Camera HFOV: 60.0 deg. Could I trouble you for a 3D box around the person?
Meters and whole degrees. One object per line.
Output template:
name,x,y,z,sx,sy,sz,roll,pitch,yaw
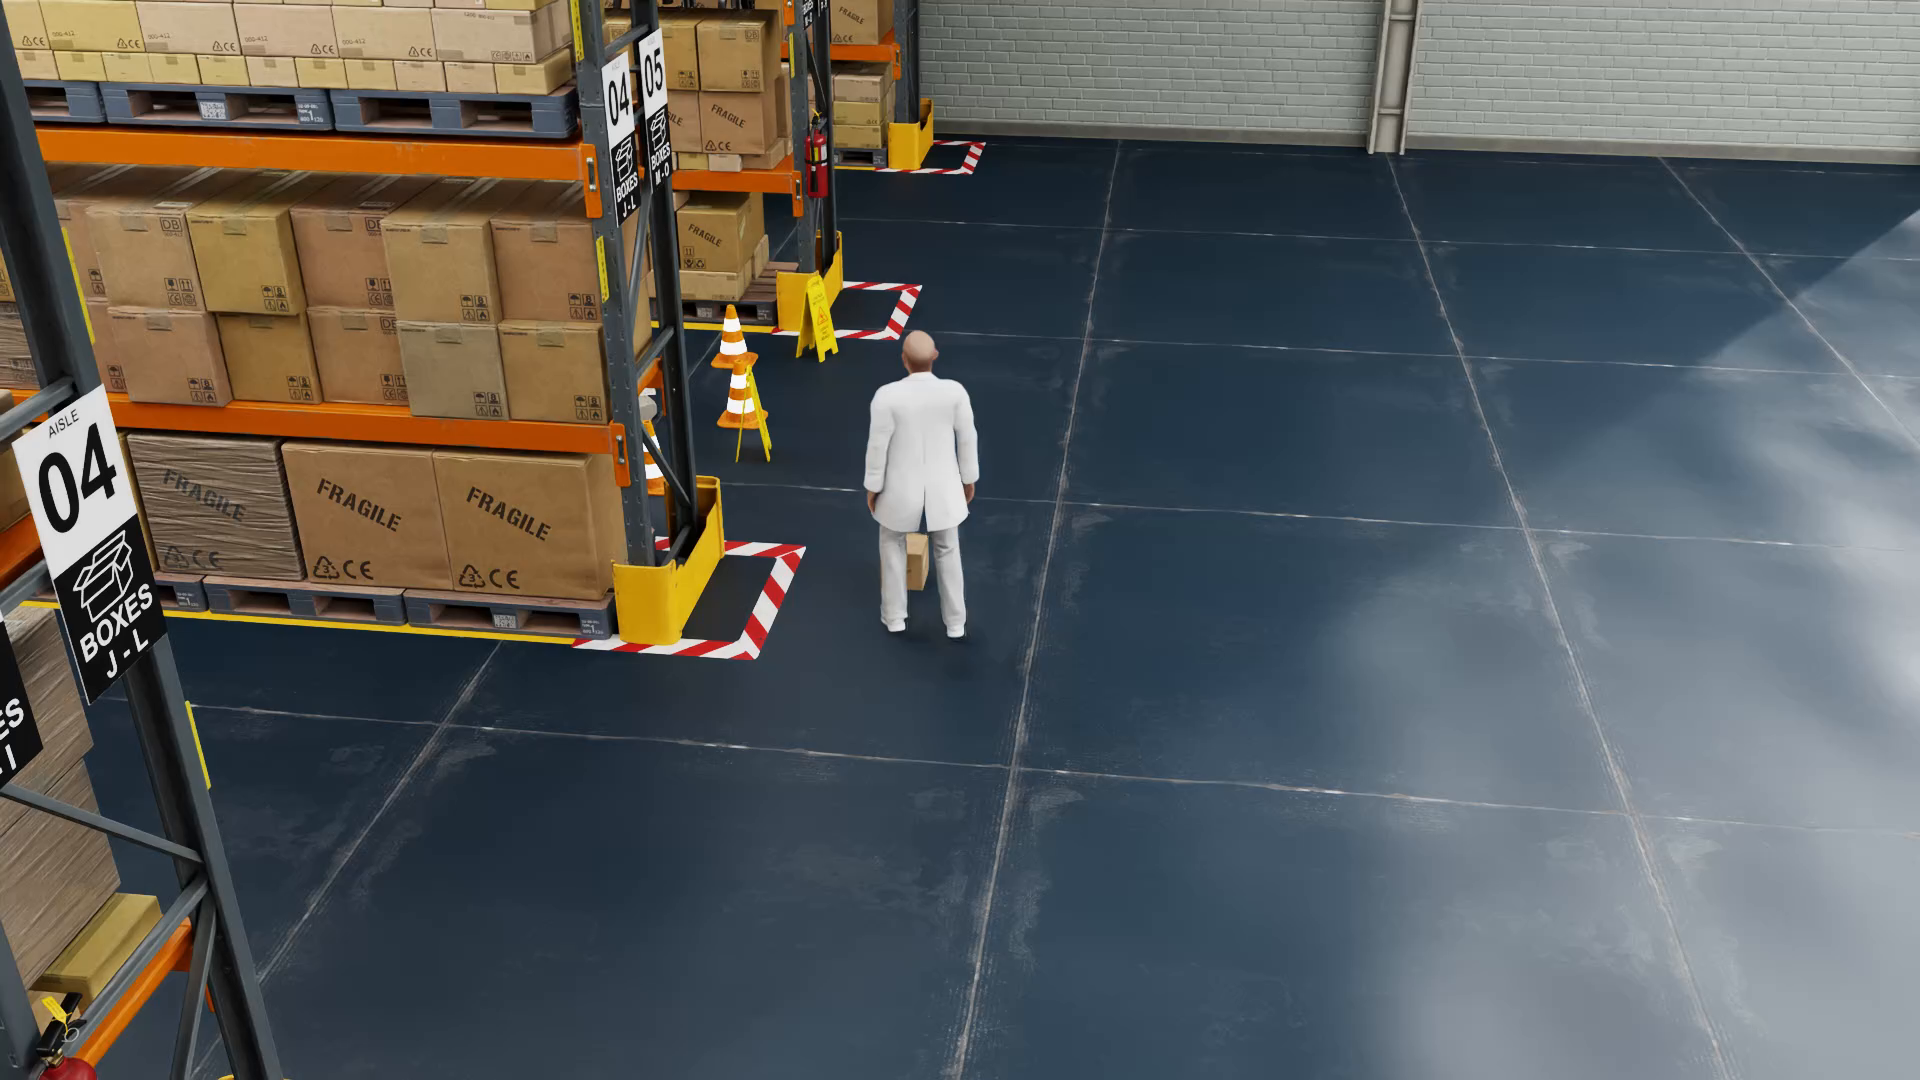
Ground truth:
person,-0.206,-0.288,9.165,0.647,1.783,0.455,-5,28,-9
